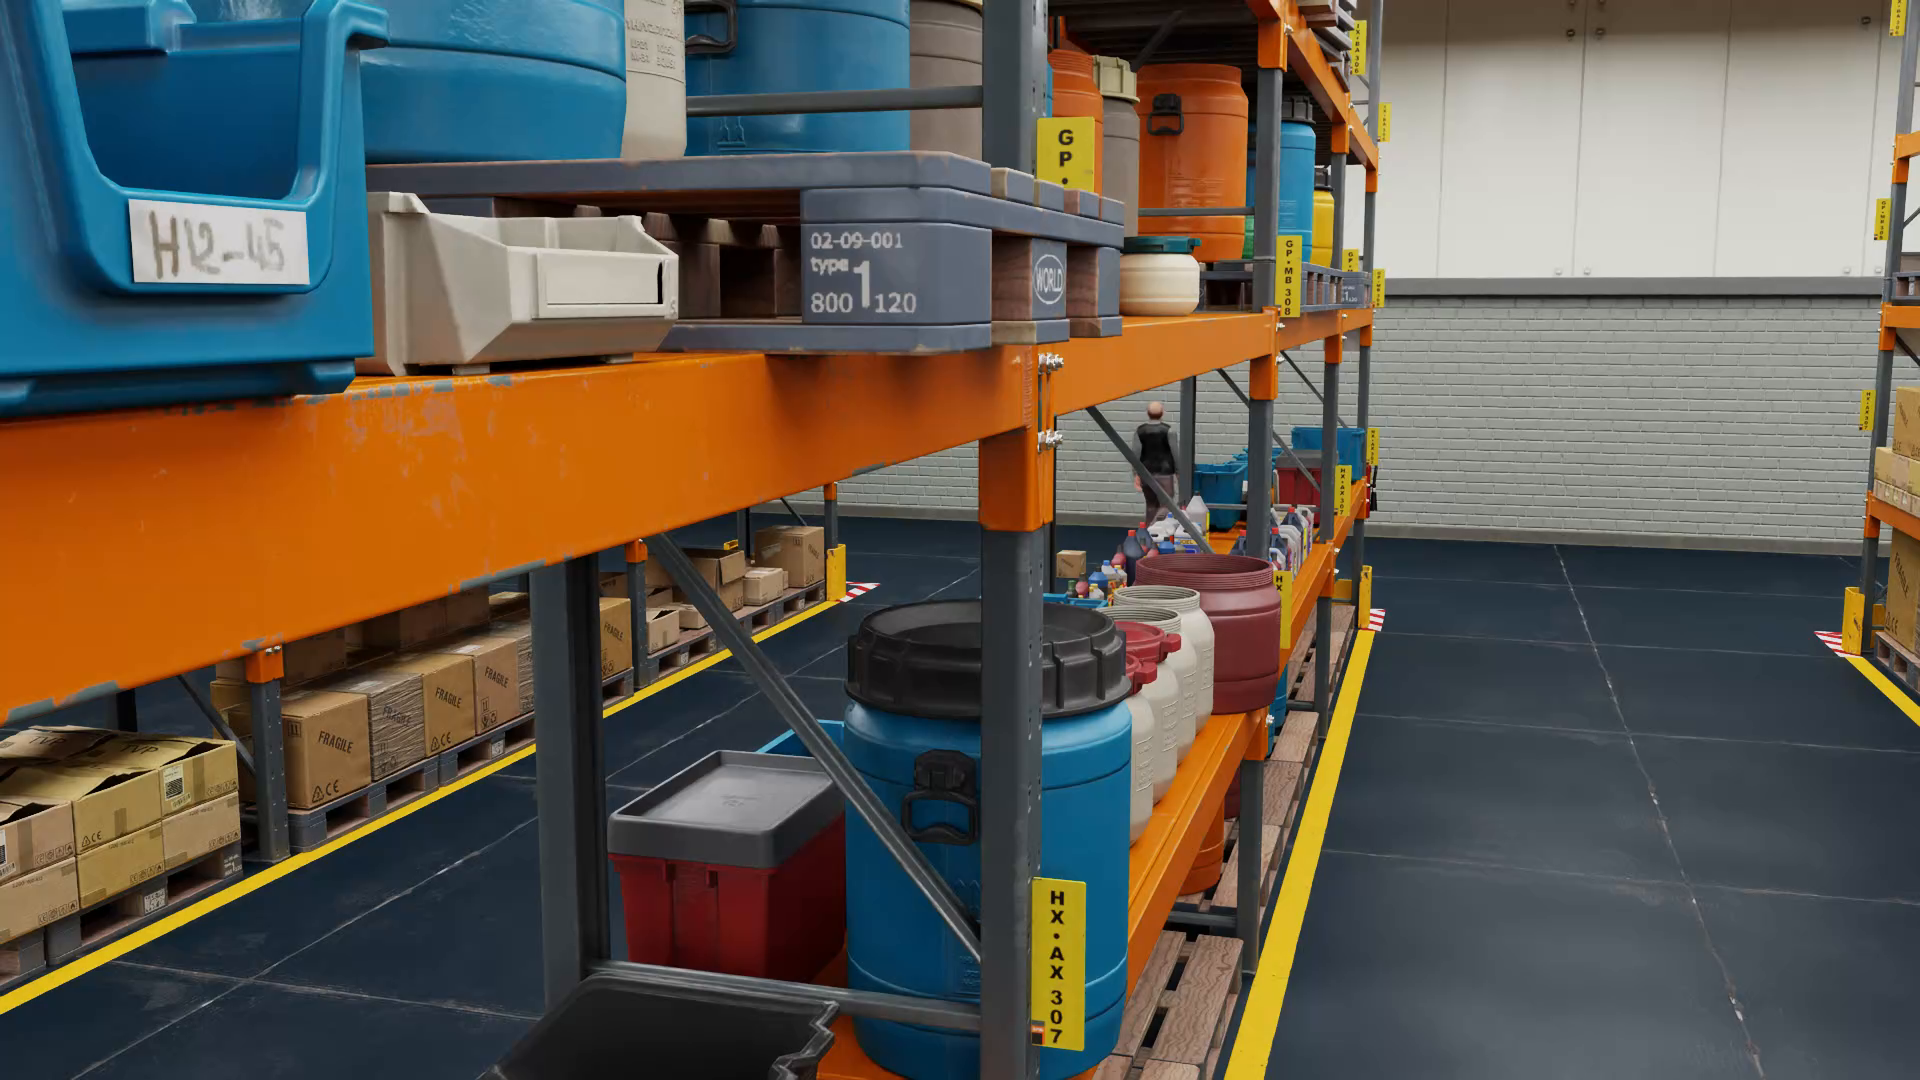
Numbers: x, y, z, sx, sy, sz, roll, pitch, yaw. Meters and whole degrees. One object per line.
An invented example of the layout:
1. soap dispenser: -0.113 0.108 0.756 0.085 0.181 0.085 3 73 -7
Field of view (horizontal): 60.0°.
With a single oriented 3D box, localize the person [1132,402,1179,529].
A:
1. person: 2.230 -0.732 18.918 0.529 1.687 0.864 4 9 25
